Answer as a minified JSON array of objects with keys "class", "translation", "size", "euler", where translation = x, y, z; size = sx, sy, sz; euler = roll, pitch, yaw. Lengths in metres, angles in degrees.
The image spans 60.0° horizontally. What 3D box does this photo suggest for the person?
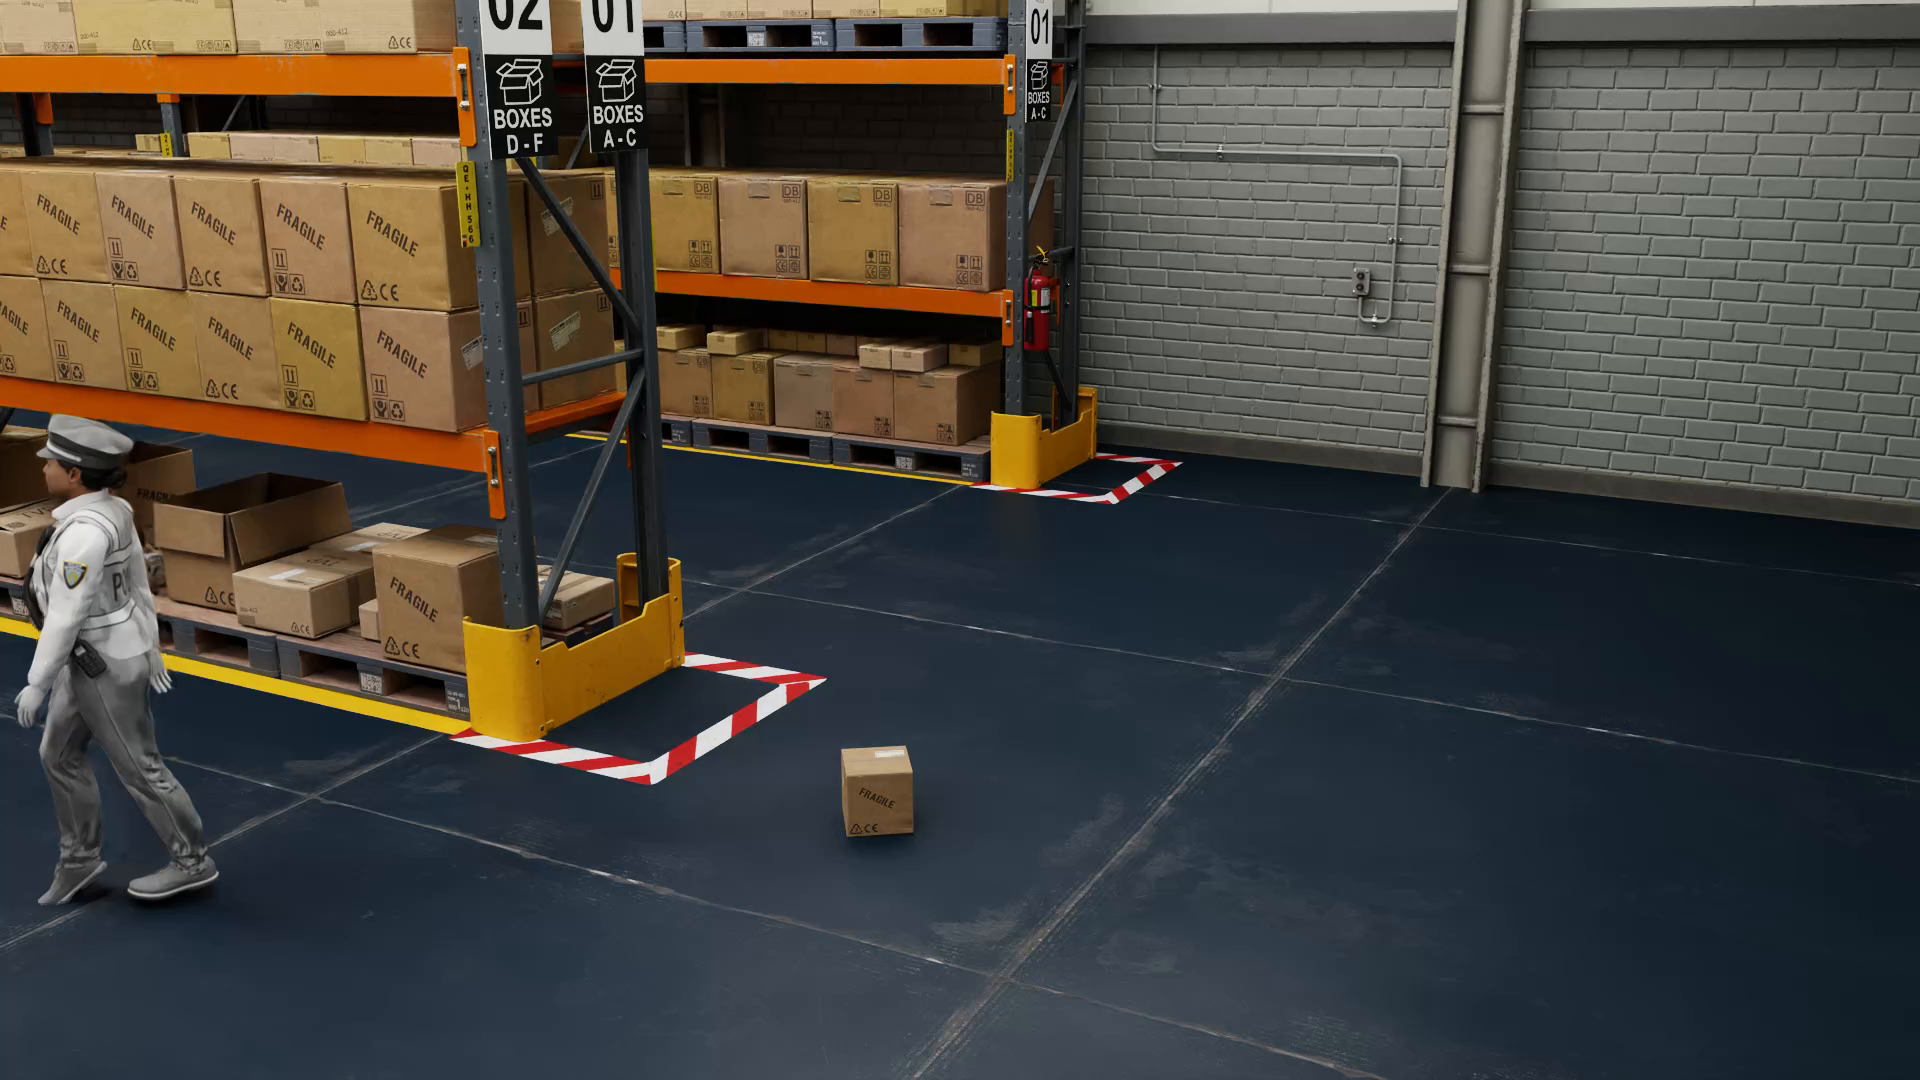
[{"class":"person","translation":[-2.858,0.453,5.467],"size":[0.606,1.760,0.478],"euler":[-6,17,-20]}]
